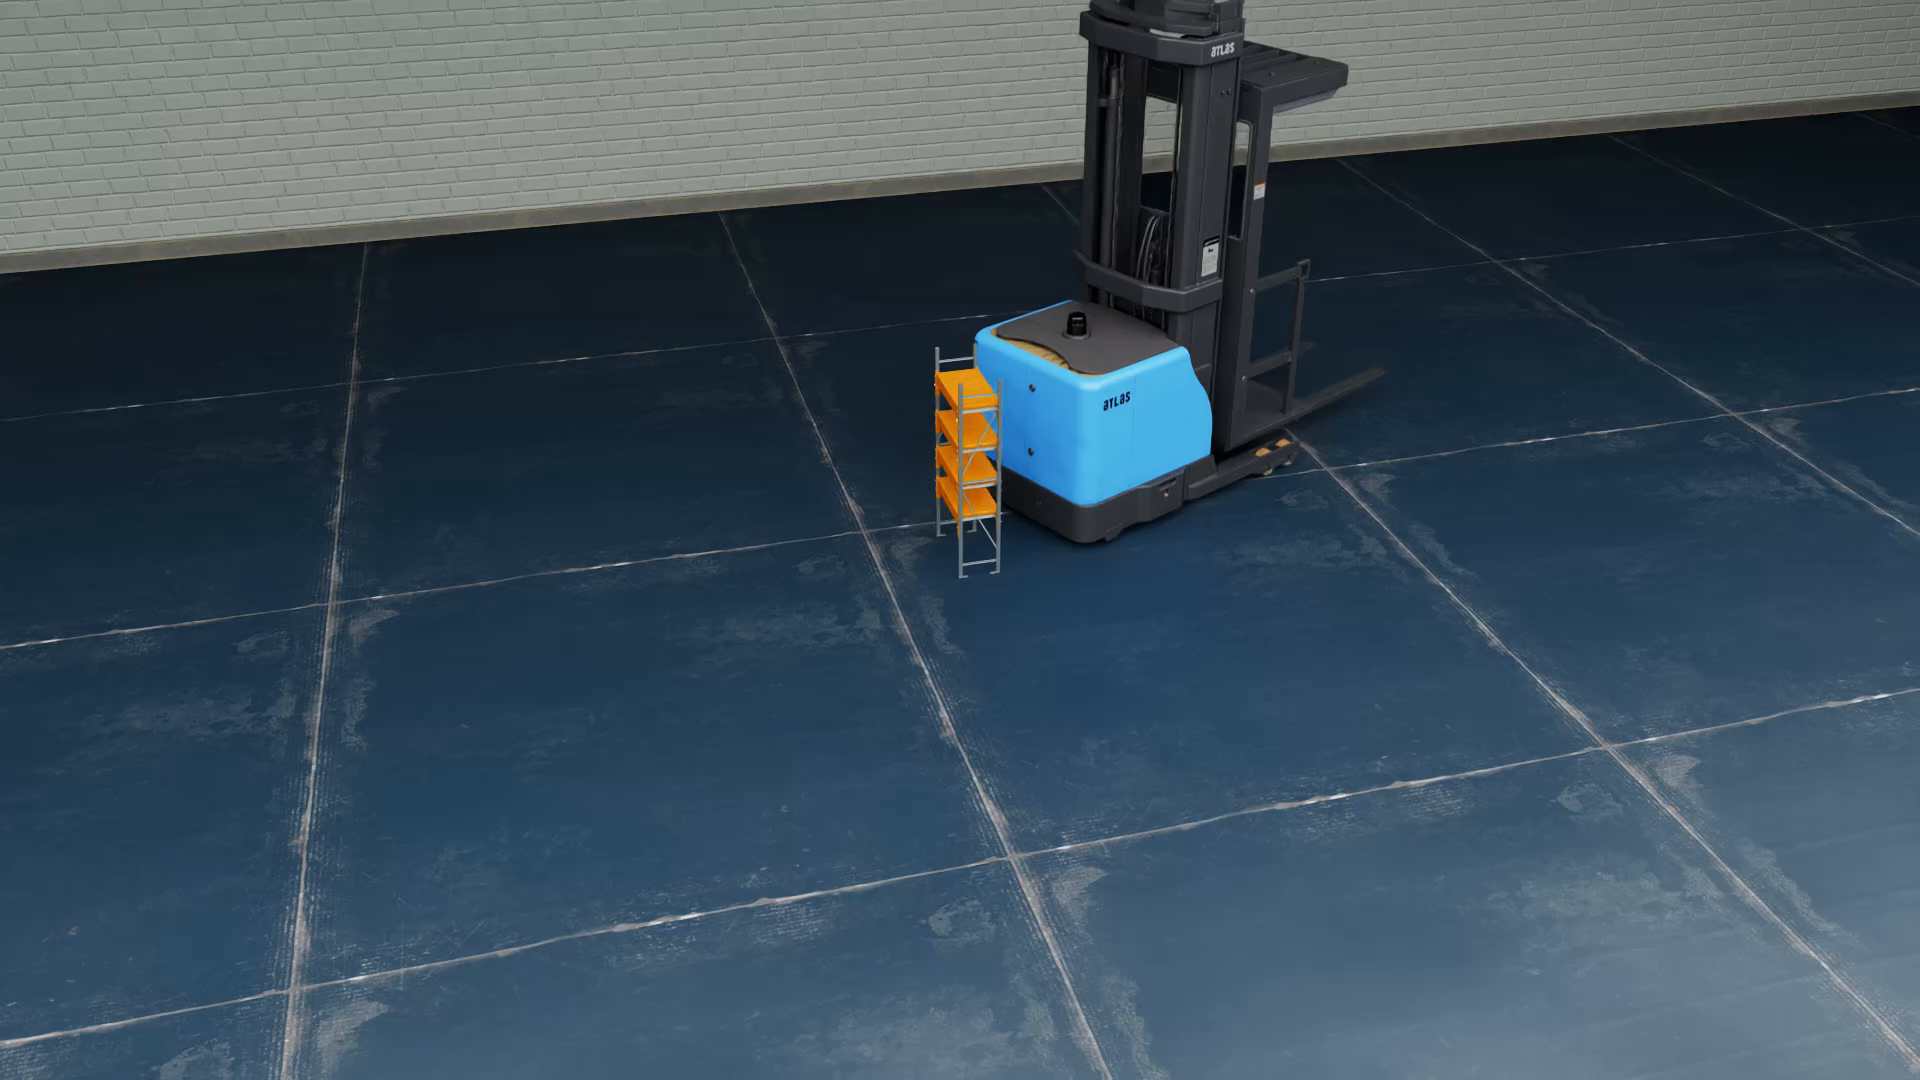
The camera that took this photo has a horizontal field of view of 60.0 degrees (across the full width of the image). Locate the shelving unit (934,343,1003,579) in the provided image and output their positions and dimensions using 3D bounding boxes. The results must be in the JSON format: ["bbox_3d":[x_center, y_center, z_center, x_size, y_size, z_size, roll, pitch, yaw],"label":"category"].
[{"bbox_3d":[0.044,-0.439,9.311,0.258,1.200,0.503,-8,31,-13],"label":"shelving unit"}]

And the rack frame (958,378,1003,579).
[{"bbox_3d":[0.109,-0.321,9.108,0.240,1.200,0.015,-8,31,-13],"label":"rack frame"}]

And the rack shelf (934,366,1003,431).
[{"bbox_3d":[0.044,-0.779,9.114,0.258,0.148,0.480,-8,31,-13],"label":"rack shelf"}]

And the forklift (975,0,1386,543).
[{"bbox_3d":[1.522,-1.857,10.033,3.031,2.935,1.130,-23,37,-34],"label":"forklift"}]

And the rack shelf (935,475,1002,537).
[{"bbox_3d":[0.044,-0.209,9.444,0.258,0.148,0.480,-8,31,-13],"label":"rack shelf"}]

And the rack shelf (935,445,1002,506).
[{"bbox_3d":[0.044,-0.381,9.345,0.258,0.148,0.480,-8,31,-13],"label":"rack shelf"}]

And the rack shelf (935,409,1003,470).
[{"bbox_3d":[0.044,-0.575,9.233,0.258,0.148,0.480,-8,31,-13],"label":"rack shelf"}]

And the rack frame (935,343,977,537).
[{"bbox_3d":[-0.021,-0.557,9.515,0.240,1.200,0.015,-8,31,-13],"label":"rack frame"}]
